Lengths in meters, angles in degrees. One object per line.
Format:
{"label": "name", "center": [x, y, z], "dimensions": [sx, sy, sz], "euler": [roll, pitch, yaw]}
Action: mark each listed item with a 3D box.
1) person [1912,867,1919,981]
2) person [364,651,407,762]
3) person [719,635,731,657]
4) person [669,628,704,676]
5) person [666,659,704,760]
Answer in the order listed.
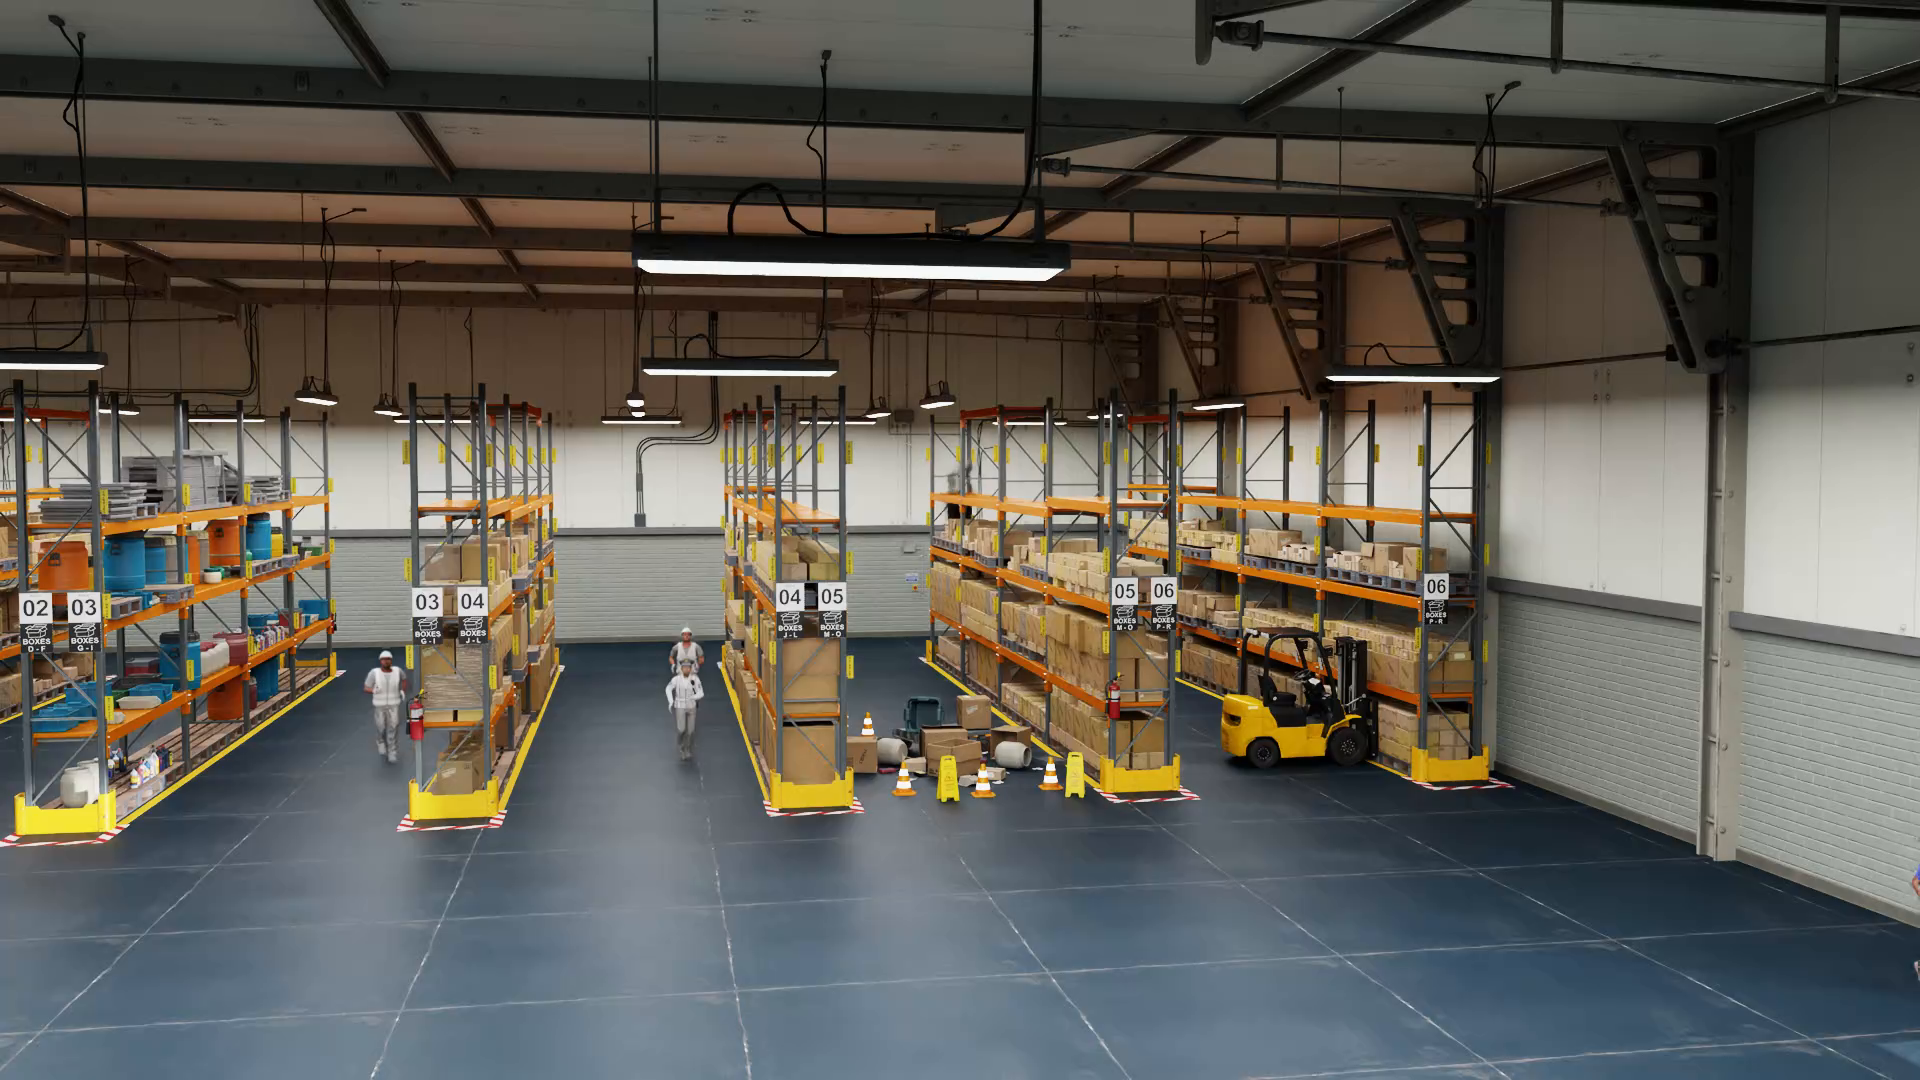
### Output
{"label": "person", "center": [9.042, 3.433, 15.136], "dimensions": [0.567, 1.602, 0.549], "euler": [-2, 3, -34]}
{"label": "person", "center": [-9.363, 2.694, 27.157], "dimensions": [0.690, 1.762, 0.972], "euler": [-1, 3, -24]}
{"label": "person", "center": [-5.521, 2.061, 40.804], "dimensions": [0.867, 1.707, 0.703], "euler": [0, 3, 0]}
{"label": "person", "center": [-5.184, 2.534, 31.520], "dimensions": [0.659, 1.742, 0.708], "euler": [0, 3, -9]}
{"label": "person", "center": [-4.491, 2.774, 27.237], "dimensions": [0.592, 1.671, 0.641], "euler": [-1, 3, -16]}
